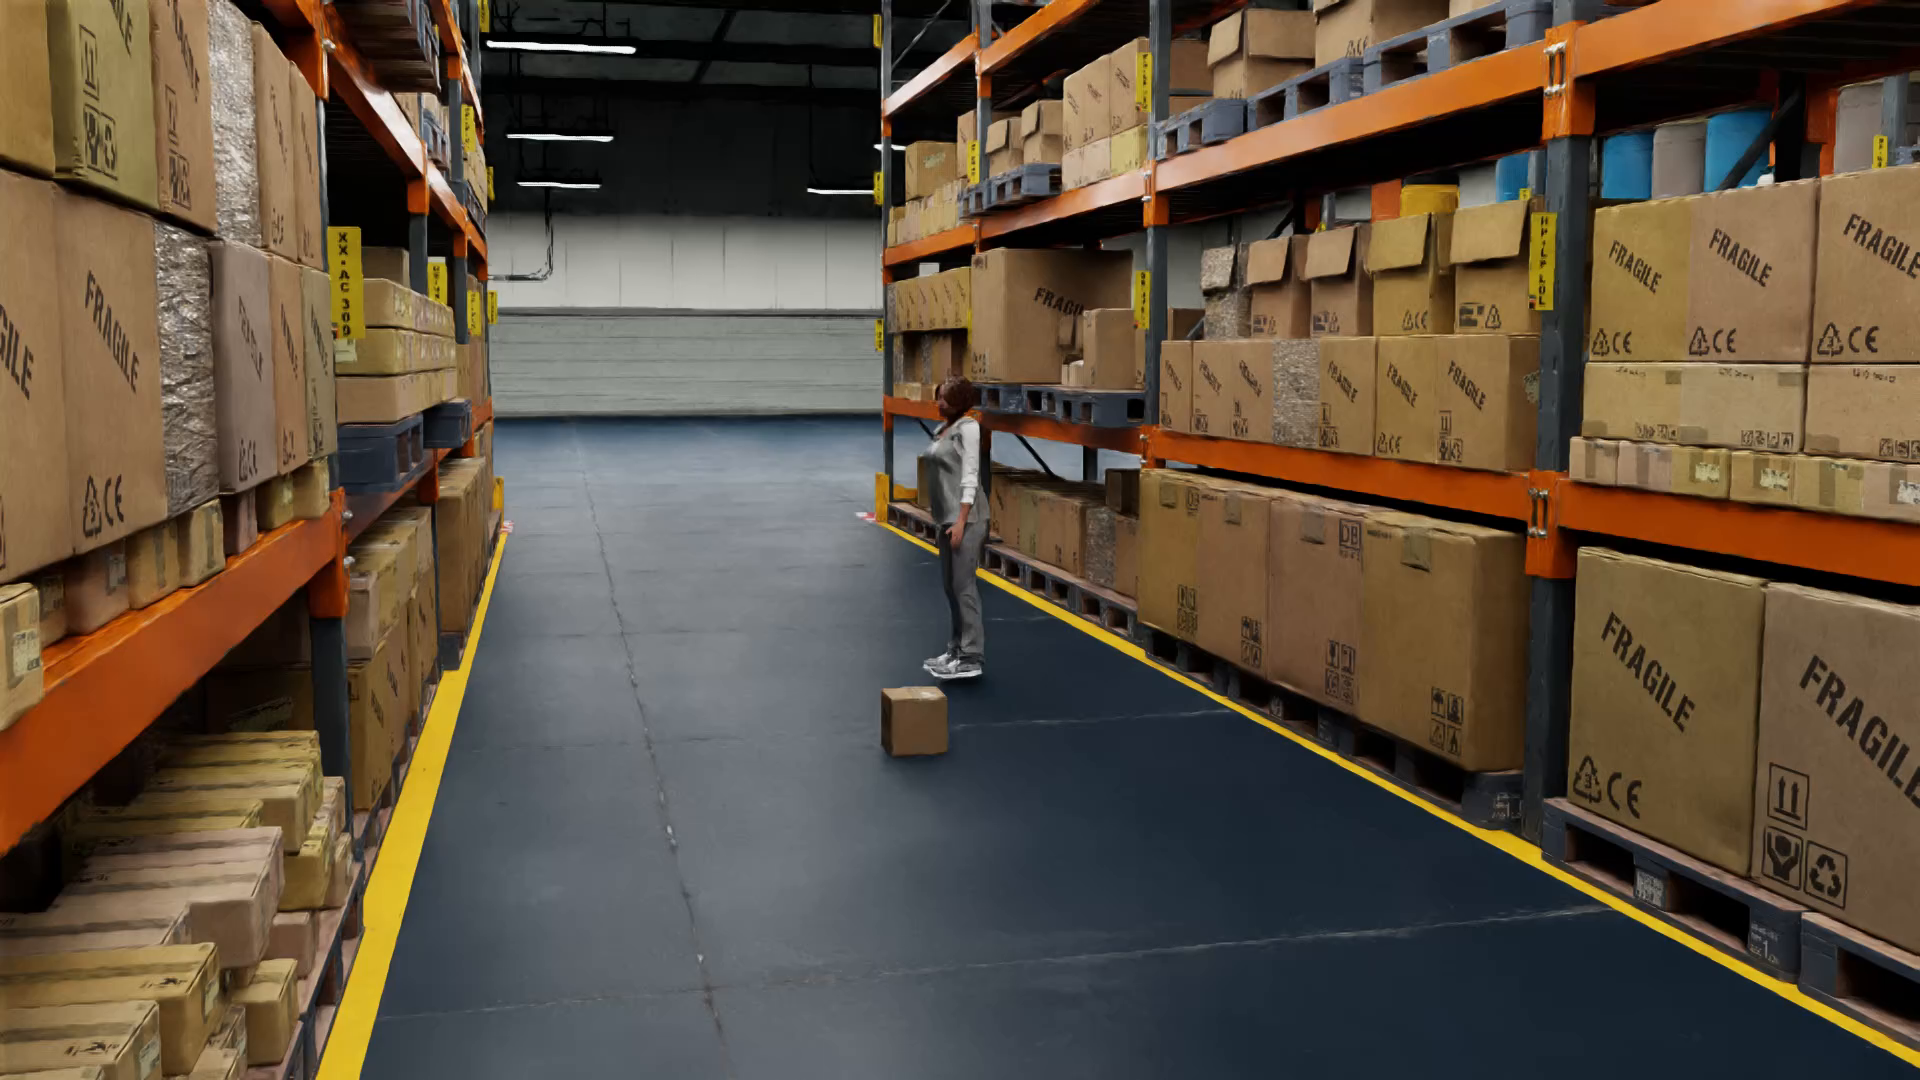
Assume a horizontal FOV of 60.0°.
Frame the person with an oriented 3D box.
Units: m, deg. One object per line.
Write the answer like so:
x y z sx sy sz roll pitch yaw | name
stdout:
-0.019 -0.072 8.802 0.339 1.605 0.467 -3 7 -22 | person
